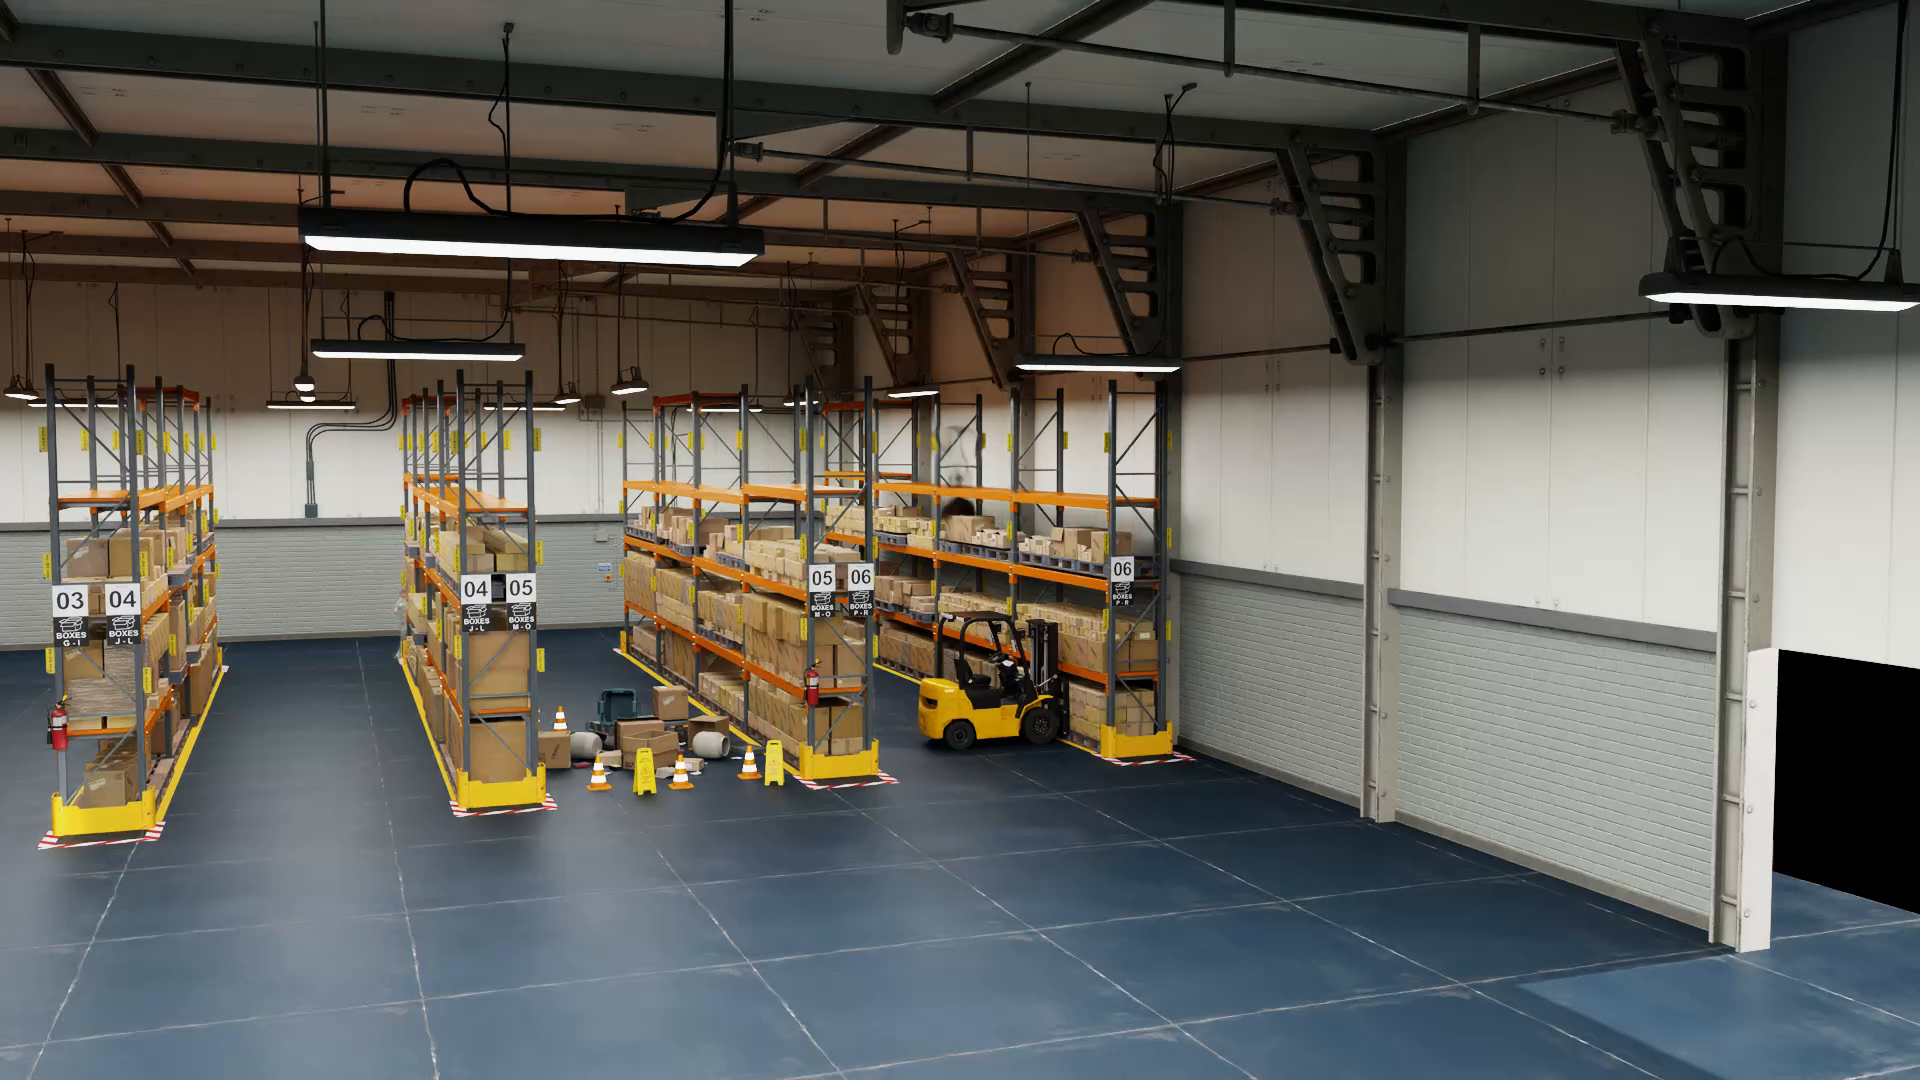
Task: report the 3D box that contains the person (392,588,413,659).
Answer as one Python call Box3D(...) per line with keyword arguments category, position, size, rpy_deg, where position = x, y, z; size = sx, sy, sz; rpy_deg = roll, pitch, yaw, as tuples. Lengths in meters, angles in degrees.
Box3D(category="person", position=(-12.917, 1.921, 38.802), size=(0.535, 1.611, 0.880), rpy_deg=(2, 4, 29))
